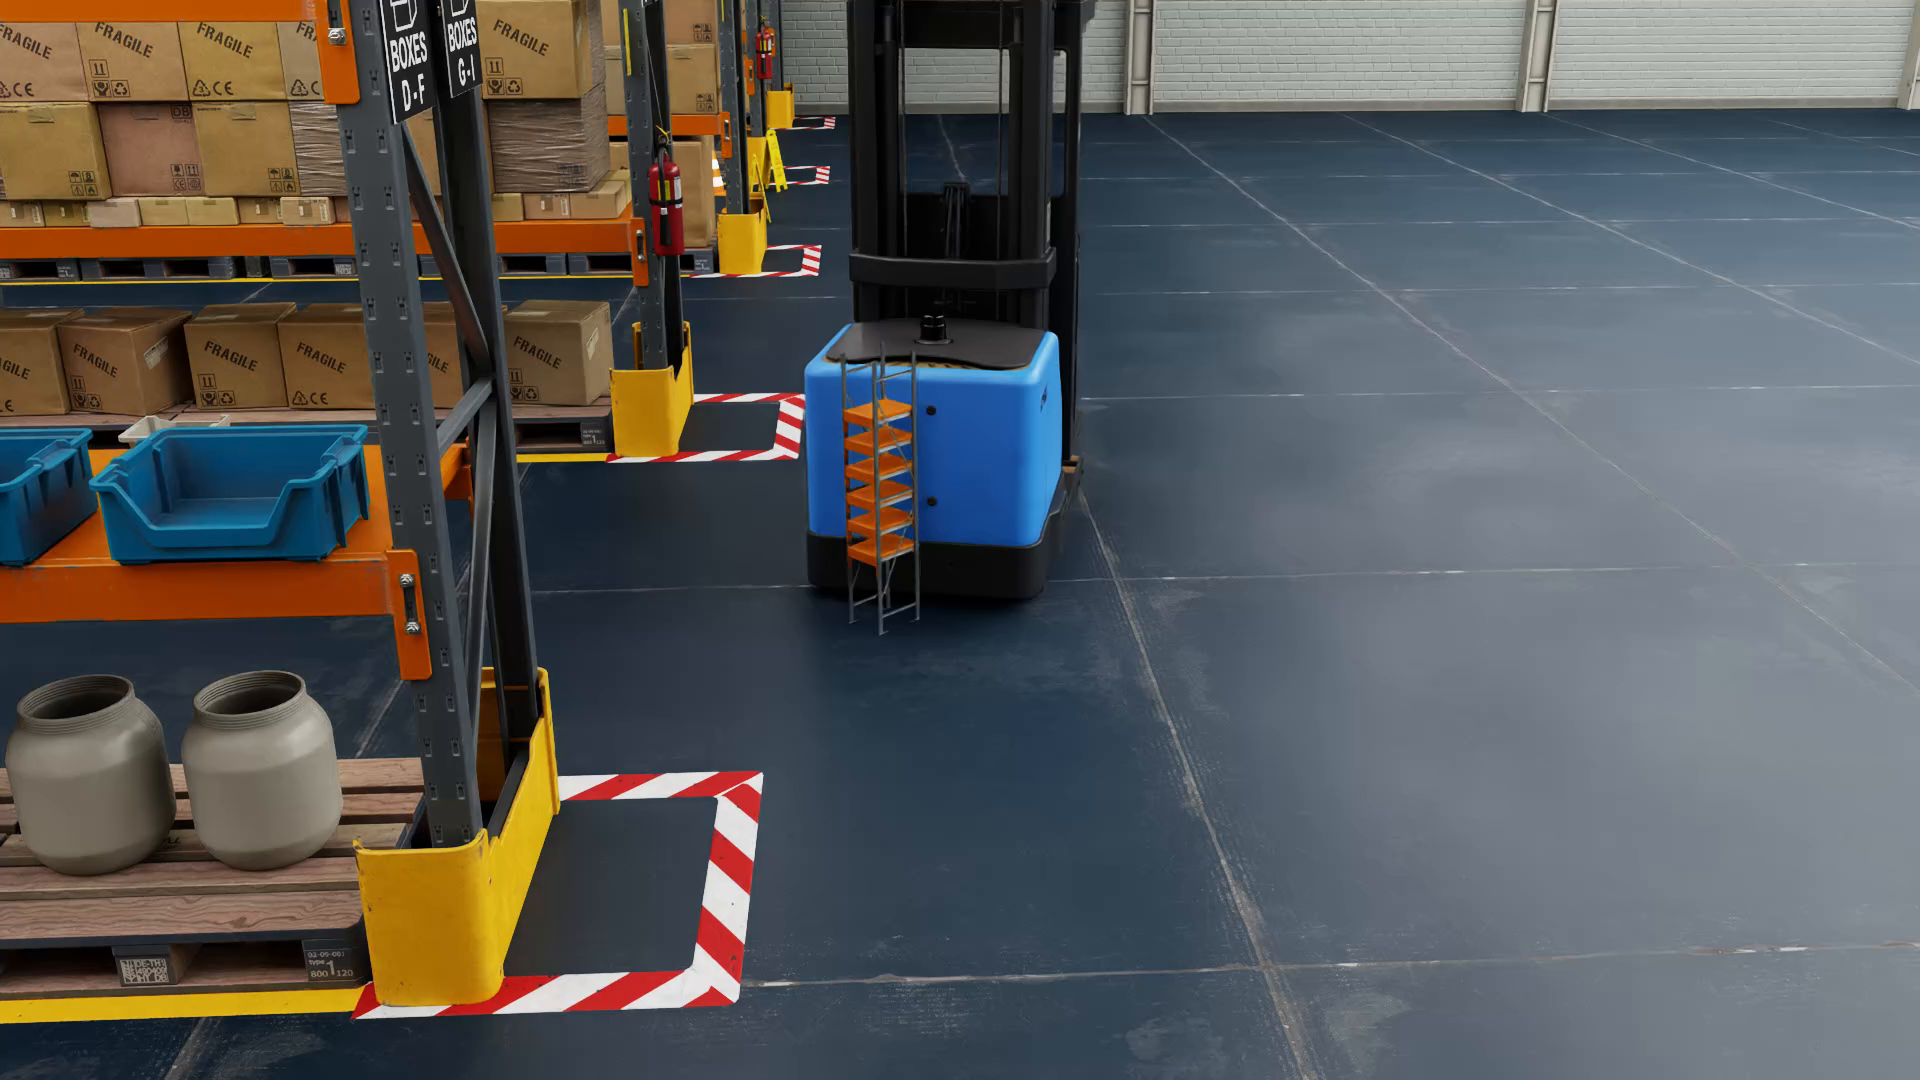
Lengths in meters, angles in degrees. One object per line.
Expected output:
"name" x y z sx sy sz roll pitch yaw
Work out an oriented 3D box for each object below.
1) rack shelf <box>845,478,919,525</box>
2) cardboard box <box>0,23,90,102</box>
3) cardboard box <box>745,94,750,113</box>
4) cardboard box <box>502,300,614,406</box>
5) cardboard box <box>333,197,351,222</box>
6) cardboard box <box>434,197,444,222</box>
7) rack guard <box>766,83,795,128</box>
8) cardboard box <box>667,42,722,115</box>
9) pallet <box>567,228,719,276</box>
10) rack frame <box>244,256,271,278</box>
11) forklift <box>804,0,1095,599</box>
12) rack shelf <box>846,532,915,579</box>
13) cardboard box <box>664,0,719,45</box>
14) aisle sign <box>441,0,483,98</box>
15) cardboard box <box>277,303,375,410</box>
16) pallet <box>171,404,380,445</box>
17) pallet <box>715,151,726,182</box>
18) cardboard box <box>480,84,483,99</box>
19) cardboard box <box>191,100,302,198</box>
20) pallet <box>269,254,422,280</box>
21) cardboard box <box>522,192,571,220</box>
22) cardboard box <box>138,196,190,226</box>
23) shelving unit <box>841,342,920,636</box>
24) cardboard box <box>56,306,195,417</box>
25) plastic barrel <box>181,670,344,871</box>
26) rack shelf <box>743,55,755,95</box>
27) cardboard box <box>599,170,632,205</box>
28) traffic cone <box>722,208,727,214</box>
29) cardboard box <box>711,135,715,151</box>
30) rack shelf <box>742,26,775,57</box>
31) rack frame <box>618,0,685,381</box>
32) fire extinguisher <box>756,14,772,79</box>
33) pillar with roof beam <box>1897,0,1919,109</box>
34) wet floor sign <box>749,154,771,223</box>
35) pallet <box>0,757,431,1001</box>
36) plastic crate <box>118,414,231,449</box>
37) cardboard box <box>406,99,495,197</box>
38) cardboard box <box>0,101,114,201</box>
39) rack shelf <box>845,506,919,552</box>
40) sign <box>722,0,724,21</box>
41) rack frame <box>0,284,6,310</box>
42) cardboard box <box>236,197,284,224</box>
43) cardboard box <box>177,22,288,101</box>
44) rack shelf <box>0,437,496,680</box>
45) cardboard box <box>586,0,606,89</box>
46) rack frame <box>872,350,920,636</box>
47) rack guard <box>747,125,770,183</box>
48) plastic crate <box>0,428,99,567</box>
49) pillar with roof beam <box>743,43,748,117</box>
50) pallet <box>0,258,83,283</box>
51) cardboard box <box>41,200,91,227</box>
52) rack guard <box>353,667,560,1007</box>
"rack shelf" -0.328 -0.164 6.987 0.180 0.103 0.258 19 28 40
"cardboard box" -4.758 -2.578 8.713 0.500 0.500 0.500 -1 21 -3
"cardboard box" -3.031 -6.150 23.332 0.500 0.250 0.500 -1 21 -3
"cardboard box" -2.352 -1.098 9.712 0.500 0.500 0.500 3 21 7
"cardboard box" -3.247 -1.849 9.115 0.250 0.149 0.380 -1 21 -3
"cardboard box" -2.747 -1.852 9.123 0.250 0.149 0.380 -1 21 -3
"rack guard" -2.556 -6.192 23.683 0.348 0.500 1.175 -1 21 -3
"cardboard box" -2.277 -3.887 13.904 0.550 0.550 0.875 -1 21 -3
"pallet" -2.703 -2.493 14.373 1.213 0.211 1.003 -1 21 -3
"rack frame" -5.903 -3.759 13.779 0.127 3.000 1.000 -1 21 -3
"forklift" 0.060 -1.602 8.209 1.130 2.935 3.031 3 21 9
"rack shelf" -0.327 0.060 7.074 0.180 0.103 0.258 19 28 40
"cardboard box" -2.282 -4.422 13.790 0.550 0.550 0.875 -1 21 -3
"aisle sign" -1.389 -1.638 4.553 0.004 0.787 0.394 -1 21 -3
"cardboard box" -3.573 -1.068 9.632 0.500 0.500 0.500 1 21 2
"pallet" -3.831 -0.744 9.779 1.213 0.211 1.003 -1 21 -3
"pallet" -3.182 -4.288 19.088 1.213 0.211 1.003 -1 21 -3
"cardboard box" -2.761 -2.619 8.819 0.500 0.500 0.500 -1 21 -3
"cardboard box" -3.772 -2.207 9.144 0.500 0.500 0.875 -1 21 -3
"pallet" -5.139 -2.444 14.243 1.213 0.211 1.003 -1 21 -3
"cardboard box" -2.250 -1.875 9.184 0.250 0.149 0.380 -1 21 -3
"cardboard box" -4.242 -1.810 9.011 0.250 0.149 0.380 -1 21 -3
"shelving unit" -0.329 -0.206 6.971 0.189 1.200 0.258 19 28 40
"cardboard box" -4.748 -1.032 9.538 0.500 0.500 0.500 5 22 14
"plastic barrel" -2.097 0.690 5.000 0.421 0.512 0.421 0 21 0
"rack shelf" -4.290 -5.220 18.627 4.000 0.370 1.077 -1 21 -3
"cardboard box" -2.025 -2.038 9.612 0.250 0.149 0.380 -1 21 -3
"traffic cone" -2.246 -3.557 16.813 0.334 0.463 0.336 -1 21 -3
"cardboard box" -3.114 -4.590 19.236 0.500 0.250 0.500 -1 21 -3
"rack shelf" -4.577 -6.983 23.258 4.000 0.370 1.077 -1 21 -3
"rack frame" -1.727 -2.077 9.360 0.127 3.000 1.000 -1 21 -3
"fire extinguisher" -2.152 -5.399 18.196 0.183 0.674 0.296 -1 21 -3
"pillar with roof beam" 14.890 -9.306 19.917 0.400 9.000 9.100 -1 21 -3
"wet floor sign" -1.994 -3.444 16.261 0.232 0.644 0.267 -5 21 -12
"pallet" -2.329 1.019 5.148 1.213 0.211 1.003 -1 21 -3
"plastic crate" -2.356 -0.290 5.038 0.250 0.136 0.298 -1 21 -3
"cardboard box" -2.770 -2.208 9.147 0.500 0.500 0.875 -1 21 -3
"cardboard box" -4.767 -2.166 9.036 0.500 0.500 0.875 -1 21 -3
"rack shelf" -0.328 -0.052 7.031 0.180 0.103 0.258 19 28 40
"sign" -1.892 -4.299 13.238 0.005 0.325 0.100 -1 21 -3
"rack frame" -5.721 -1.995 9.146 0.127 3.000 1.000 -1 21 -3
"cardboard box" -3.745 -1.832 9.070 0.250 0.149 0.380 -1 21 -3
"cardboard box" -3.760 -2.602 8.776 0.500 0.500 0.500 -1 21 -3
"rack shelf" -3.441 0.060 4.760 4.000 0.370 1.077 -1 21 -3
"cardboard box" -2.292 -2.815 9.336 0.500 0.500 0.500 -1 21 -3
"rack frame" -0.263 -0.183 6.912 0.006 1.200 0.240 19 28 40
"rack guard" -2.369 -4.427 19.047 0.348 0.500 1.175 -1 21 -3
"plastic crate" -2.576 -0.120 4.430 0.408 0.251 0.499 -1 21 -3
"pillar with roof beam" -3.081 -8.941 18.957 0.400 9.000 9.100 -1 21 -3
"pallet" -7.890 -2.388 14.096 1.213 0.211 1.003 -1 21 -3
"cardboard box" -4.741 -1.799 8.984 0.250 0.149 0.380 -1 21 -3
"rack guard" -1.518 0.869 5.135 0.348 0.500 1.175 -1 21 -3
